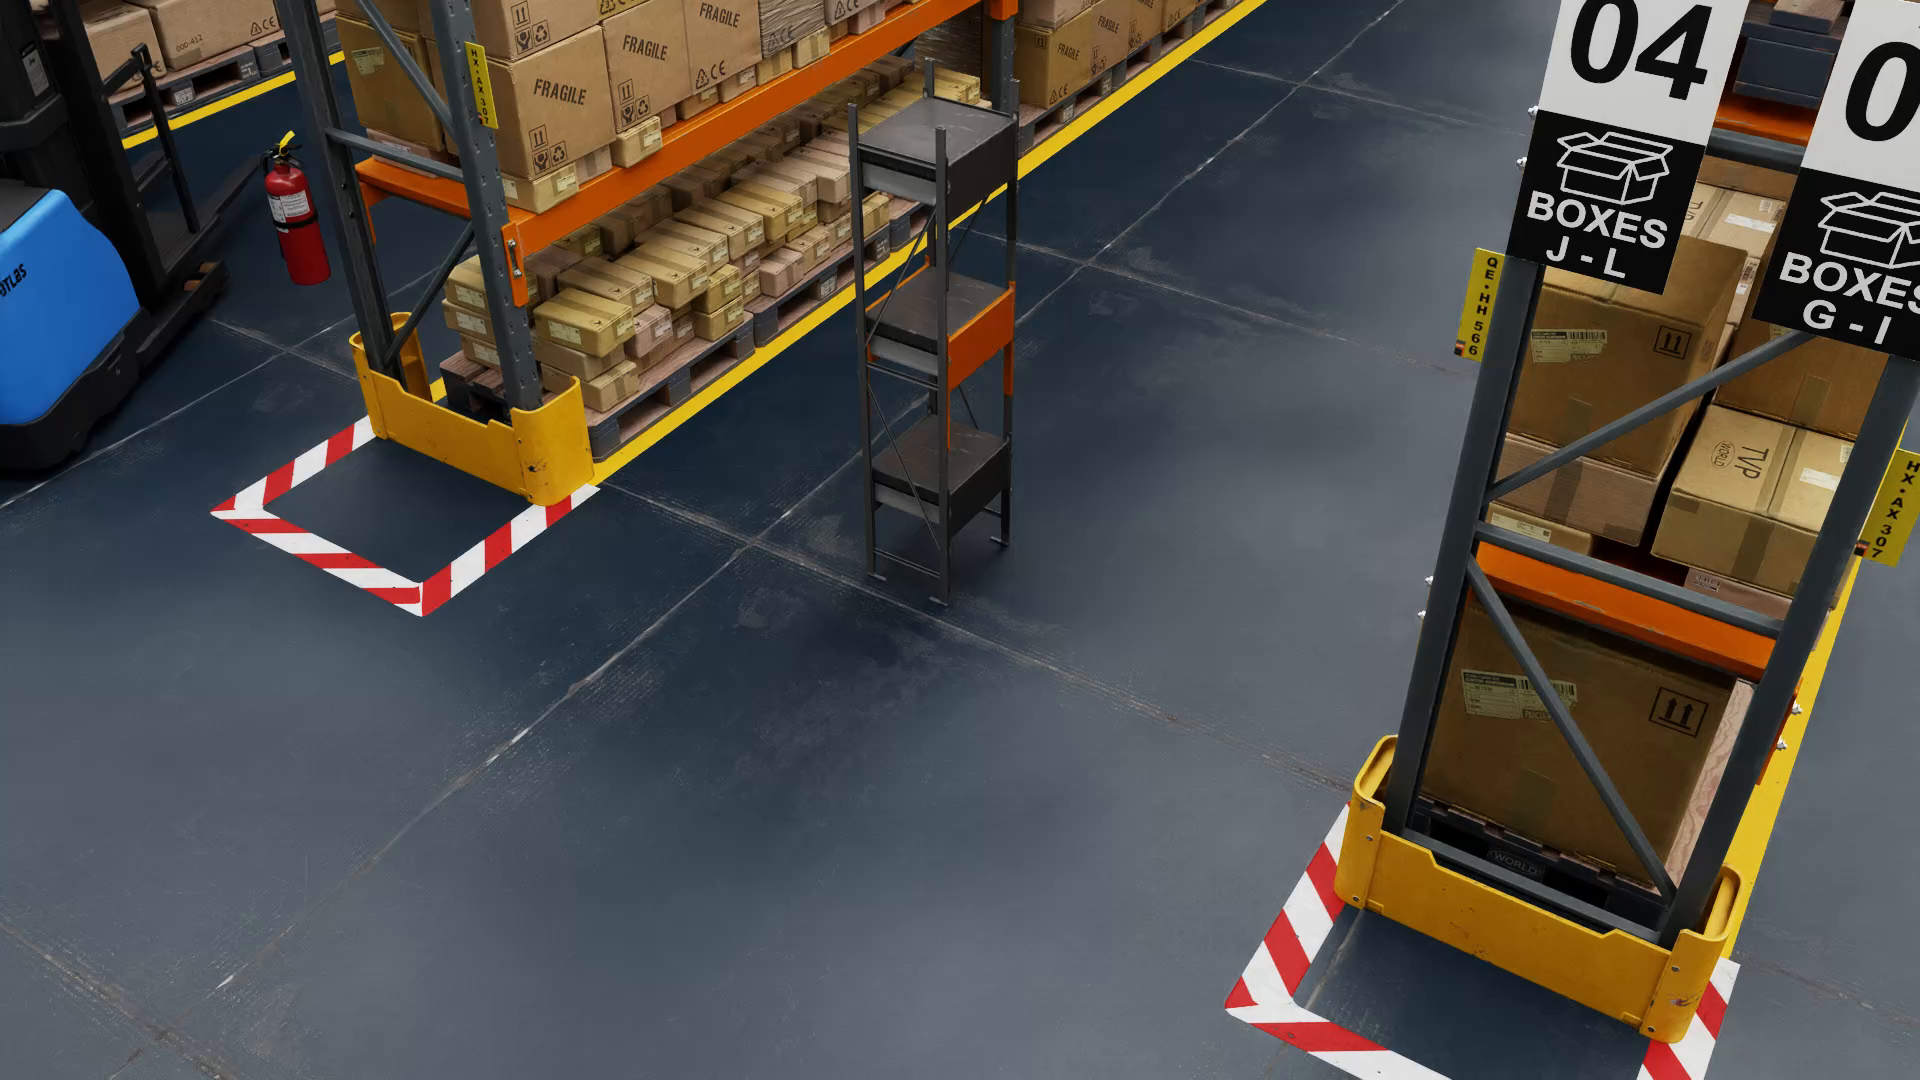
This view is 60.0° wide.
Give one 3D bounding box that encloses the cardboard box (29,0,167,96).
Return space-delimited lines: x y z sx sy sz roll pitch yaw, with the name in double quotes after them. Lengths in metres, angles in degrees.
-5.761 -3.128 10.606 0.875 0.438 0.875 22 43 26 "cardboard box"

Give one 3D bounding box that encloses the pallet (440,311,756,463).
-1.774 -0.904 8.250 1.003 0.211 1.213 21 42 25 "pallet"

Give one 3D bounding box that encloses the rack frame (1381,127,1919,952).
1.854 0.112 4.647 1.000 3.000 0.127 21 42 25 "rack frame"

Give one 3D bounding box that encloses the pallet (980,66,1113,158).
0.279 -2.922 10.867 1.003 0.211 1.213 21 42 25 "pallet"

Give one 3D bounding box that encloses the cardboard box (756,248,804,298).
-1.038 -1.415 8.620 0.380 0.149 0.250 19 42 23 "cardboard box"

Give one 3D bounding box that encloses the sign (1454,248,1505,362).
1.403 -0.625 4.461 0.100 0.325 0.005 21 42 25 "sign"

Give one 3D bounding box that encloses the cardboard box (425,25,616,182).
-1.806 -1.860 6.881 0.500 0.500 0.500 23 43 27 "cardboard box"

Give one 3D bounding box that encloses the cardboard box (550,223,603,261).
-1.996 -1.477 8.212 0.380 0.149 0.250 20 42 24 "cardboard box"

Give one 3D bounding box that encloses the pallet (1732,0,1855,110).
2.243 -1.426 4.259 1.003 0.211 1.213 21 42 25 "pallet"

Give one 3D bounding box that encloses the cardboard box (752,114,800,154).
-1.114 -2.272 9.244 0.380 0.149 0.250 22 43 26 "cardboard box"

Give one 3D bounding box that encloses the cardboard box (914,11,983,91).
0.047 -3.264 10.731 0.500 0.500 0.500 20 42 24 "cardboard box"

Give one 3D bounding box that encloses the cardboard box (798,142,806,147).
-0.908 -2.262 9.474 0.380 0.149 0.250 19 42 23 "cardboard box"

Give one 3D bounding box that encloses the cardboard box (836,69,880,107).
-0.694 -2.665 9.753 0.380 0.149 0.250 23 43 27 "cardboard box"

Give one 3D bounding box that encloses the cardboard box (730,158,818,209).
-0.970 -1.840 8.683 0.380 0.149 0.250 21 42 25 "cardboard box"

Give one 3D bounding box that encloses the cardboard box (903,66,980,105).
-0.108 -2.628 9.706 0.380 0.149 0.250 22 43 26 "cardboard box"

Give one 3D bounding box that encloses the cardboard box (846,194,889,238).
-0.614 -1.814 9.138 0.380 0.149 0.250 21 42 25 "cardboard box"

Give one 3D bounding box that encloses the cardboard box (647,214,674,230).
-1.695 -1.622 8.645 0.380 0.149 0.250 22 43 26 "cardboard box"

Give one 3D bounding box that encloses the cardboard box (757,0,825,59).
-1.000 -2.658 7.915 0.500 0.500 0.500 20 42 24 "cardboard box"

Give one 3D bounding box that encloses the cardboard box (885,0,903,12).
-0.528 -2.904 8.766 0.380 0.149 0.250 20 42 24 "cardboard box"

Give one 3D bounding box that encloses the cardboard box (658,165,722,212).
-1.472 -1.846 8.691 0.380 0.149 0.250 20 42 24 "cardboard box"

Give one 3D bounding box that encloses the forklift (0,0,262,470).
-4.542 -2.360 7.910 1.130 2.935 3.031 2 38 3 "forklift"

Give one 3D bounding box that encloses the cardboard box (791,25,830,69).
-0.869 -2.471 8.205 0.380 0.149 0.250 22 43 26 "cardboard box"

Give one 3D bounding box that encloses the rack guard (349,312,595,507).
-2.239 -0.611 7.633 1.175 0.500 0.348 21 42 25 "rack guard"

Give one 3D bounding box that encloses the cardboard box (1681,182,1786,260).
2.710 -1.076 6.068 0.500 0.250 0.500 21 42 25 "cardboard box"

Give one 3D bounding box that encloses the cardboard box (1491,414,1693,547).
1.889 -0.283 5.039 0.500 0.250 0.500 20 42 24 "cardboard box"

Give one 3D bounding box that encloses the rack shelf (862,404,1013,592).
-0.089 -0.181 6.934 0.431 0.518 0.480 21 42 25 "rack shelf"

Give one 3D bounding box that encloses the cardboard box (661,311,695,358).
-1.531 -1.057 8.155 0.380 0.149 0.250 22 43 26 "cardboard box"

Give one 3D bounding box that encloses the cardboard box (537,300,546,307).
-2.053 -1.200 8.097 0.380 0.149 0.250 20 42 24 "cardboard box"

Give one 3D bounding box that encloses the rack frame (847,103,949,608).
-0.219 -0.620 6.335 0.400 2.100 0.015 21 42 25 "rack frame"

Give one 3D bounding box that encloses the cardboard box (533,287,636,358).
-1.712 -0.994 7.586 0.380 0.149 0.250 19 42 23 "cardboard box"

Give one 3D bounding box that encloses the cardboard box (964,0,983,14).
0.049 -3.564 10.506 0.500 0.250 0.500 20 42 24 "cardboard box"

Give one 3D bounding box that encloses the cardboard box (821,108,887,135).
-0.543 -2.245 9.209 0.380 0.149 0.250 23 43 27 "cardboard box"

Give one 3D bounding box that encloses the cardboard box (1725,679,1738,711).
2.617 -0.038 6.238 0.875 0.875 0.875 21 42 25 "cardboard box"

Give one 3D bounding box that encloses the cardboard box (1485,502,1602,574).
1.767 -0.079 5.102 0.380 0.149 0.250 22 43 26 "cardboard box"

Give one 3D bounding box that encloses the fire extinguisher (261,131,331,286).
-2.805 -1.405 6.984 0.296 0.674 0.183 21 42 25 "fire extinguisher"

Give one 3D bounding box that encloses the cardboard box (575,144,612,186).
-1.728 -1.667 7.161 0.380 0.149 0.250 23 43 27 "cardboard box"

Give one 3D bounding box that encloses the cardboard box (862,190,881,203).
-0.638 -1.990 9.122 0.380 0.149 0.250 22 43 26 "cardboard box"

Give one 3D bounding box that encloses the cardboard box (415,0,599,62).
-1.815 -2.260 6.580 0.500 0.500 0.500 21 42 25 "cardboard box"

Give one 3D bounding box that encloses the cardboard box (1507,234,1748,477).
1.893 -0.580 4.811 0.500 0.500 0.500 22 43 26 "cardboard box"

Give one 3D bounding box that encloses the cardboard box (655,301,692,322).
-1.532 -1.181 8.073 0.380 0.149 0.250 22 43 26 "cardboard box"

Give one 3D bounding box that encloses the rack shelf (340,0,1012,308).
-1.208 -2.308 8.376 1.077 0.370 4.000 21 42 25 "rack shelf"

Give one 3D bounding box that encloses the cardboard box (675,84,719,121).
-1.350 -2.099 7.721 0.380 0.149 0.250 21 42 25 "cardboard box"

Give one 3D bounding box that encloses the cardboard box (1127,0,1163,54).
1.034 -3.642 11.221 0.500 0.500 0.500 22 43 26 "cardboard box"

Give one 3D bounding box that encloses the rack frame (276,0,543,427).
-2.280 -1.562 6.819 1.000 3.000 0.127 21 42 25 "rack frame"

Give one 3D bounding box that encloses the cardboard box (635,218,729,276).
-1.360 -1.418 8.137 0.380 0.149 0.250 19 42 23 "cardboard box"

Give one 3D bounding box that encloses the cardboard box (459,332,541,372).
-2.174 -0.939 8.002 0.380 0.149 0.250 22 43 26 "cardboard box"

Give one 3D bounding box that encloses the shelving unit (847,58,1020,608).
-0.089 -0.746 6.498 0.431 2.100 0.503 21 42 25 "shelving unit"

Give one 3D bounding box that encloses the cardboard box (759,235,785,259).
-1.130 -1.599 8.615 0.380 0.149 0.250 23 43 27 "cardboard box"
